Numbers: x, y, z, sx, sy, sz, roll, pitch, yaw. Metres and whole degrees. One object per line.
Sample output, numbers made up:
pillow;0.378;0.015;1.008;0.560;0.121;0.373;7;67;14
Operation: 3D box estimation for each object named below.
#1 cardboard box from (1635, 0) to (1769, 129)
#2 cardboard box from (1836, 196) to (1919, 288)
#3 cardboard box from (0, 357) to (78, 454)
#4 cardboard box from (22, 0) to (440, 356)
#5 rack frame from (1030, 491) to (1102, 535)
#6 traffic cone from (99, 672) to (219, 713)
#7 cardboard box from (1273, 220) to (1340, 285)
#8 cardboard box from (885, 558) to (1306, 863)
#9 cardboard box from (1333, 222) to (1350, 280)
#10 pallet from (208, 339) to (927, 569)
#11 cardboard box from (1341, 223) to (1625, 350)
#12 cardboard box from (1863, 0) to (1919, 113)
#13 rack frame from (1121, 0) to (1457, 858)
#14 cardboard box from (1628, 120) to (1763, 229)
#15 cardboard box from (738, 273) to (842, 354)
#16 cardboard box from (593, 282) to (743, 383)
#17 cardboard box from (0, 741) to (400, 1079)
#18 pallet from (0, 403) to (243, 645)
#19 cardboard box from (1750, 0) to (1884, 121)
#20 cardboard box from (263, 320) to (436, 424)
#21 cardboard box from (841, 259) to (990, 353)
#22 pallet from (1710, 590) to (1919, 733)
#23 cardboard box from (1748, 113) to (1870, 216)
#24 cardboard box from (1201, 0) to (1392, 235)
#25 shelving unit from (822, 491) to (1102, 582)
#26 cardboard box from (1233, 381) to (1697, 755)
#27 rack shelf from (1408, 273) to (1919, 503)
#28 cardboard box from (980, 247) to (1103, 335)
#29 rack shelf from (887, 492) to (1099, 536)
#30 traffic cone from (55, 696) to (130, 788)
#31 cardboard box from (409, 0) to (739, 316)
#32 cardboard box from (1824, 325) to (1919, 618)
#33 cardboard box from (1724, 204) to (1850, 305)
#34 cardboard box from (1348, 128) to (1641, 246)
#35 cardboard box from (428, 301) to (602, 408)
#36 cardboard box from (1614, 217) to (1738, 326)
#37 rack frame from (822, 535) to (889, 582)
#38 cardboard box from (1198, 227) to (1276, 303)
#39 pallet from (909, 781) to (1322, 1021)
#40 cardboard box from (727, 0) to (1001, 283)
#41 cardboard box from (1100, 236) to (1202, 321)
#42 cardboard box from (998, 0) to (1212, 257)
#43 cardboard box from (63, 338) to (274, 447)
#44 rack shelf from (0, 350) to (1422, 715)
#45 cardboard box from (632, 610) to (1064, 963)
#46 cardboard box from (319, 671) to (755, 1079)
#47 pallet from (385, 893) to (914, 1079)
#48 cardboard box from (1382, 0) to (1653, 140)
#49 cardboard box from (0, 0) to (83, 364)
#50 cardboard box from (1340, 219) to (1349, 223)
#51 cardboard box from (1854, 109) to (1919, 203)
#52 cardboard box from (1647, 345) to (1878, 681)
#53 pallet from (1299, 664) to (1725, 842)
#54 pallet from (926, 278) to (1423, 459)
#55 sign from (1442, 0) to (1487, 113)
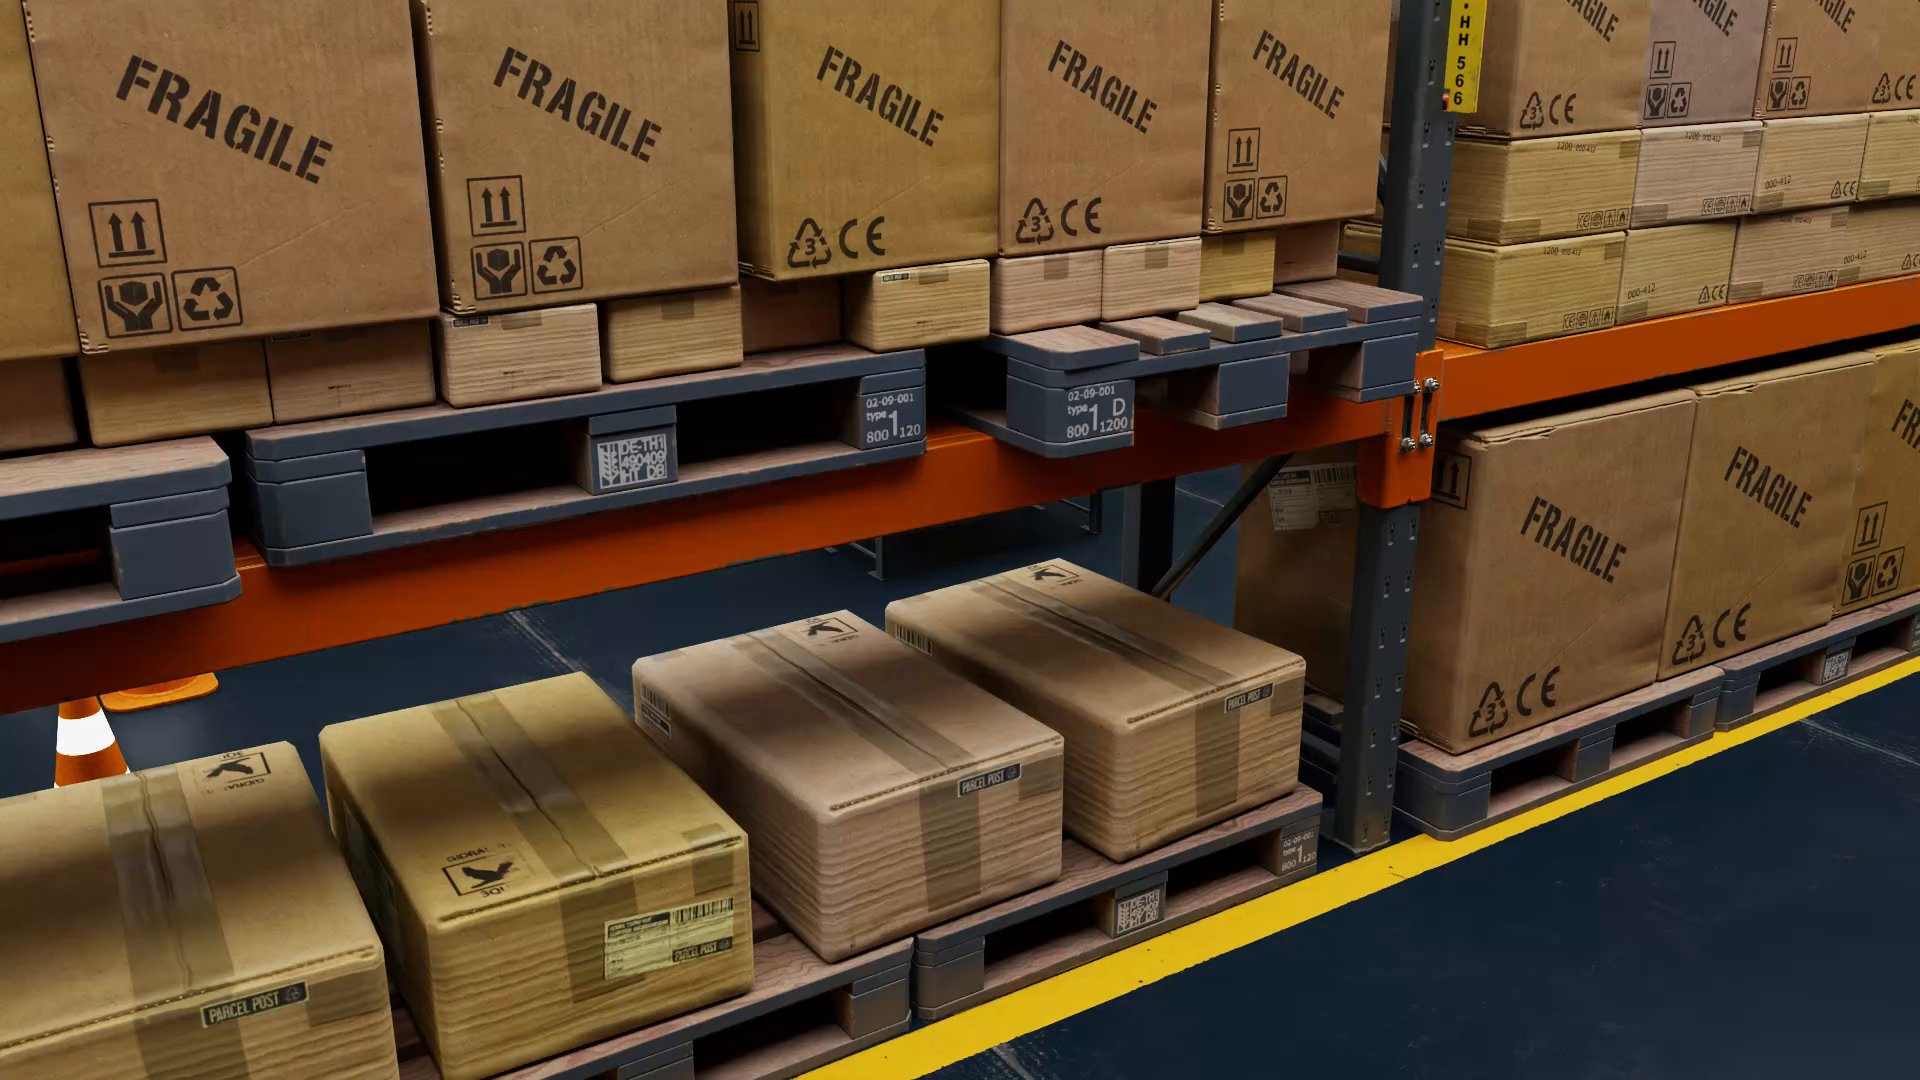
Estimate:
cardboard box;1.759;-1.373;4.407;0.500;0.500;0.500;-12;22;-31
cardboard box;2.621;-0.963;5.143;0.500;0.250;0.500;-12;22;-31
cardboard box;-1.494;-0.241;2.511;0.250;0.149;0.380;-10;21;-28
cardboard box;-1.150;-0.601;2.564;0.500;0.500;0.500;-12;22;-32
rack frame;0.430;-0.624;6.833;0.032;1.125;0.500;-12;22;-31
traffic cone;-2.579;0.254;5.271;0.334;0.463;0.336;-12;22;-31
cardboard box;0.659;-0.700;3.869;0.250;0.149;0.380;-11;22;-29
cardboard box;0.326;0.402;4.320;0.625;0.372;0.950;-14;23;-35
cardboard box;1.083;-0.829;4.746;0.500;0.250;0.500;-13;23;-33
pallet;-0.827;-0.291;3.220;1.213;0.211;1.003;-12;22;-31
cardboard box;1.351;-0.689;4.333;0.500;0.250;0.500;-12;22;-32
cardboard box;2.623;-1.548;4.924;0.500;0.500;0.500;-12;22;-31
rack frame;0.803;-0.741;4.253;0.127;3.000;1.000;-12;22;-31
cardboard box;1.795;-1.021;4.534;0.500;0.250;0.500;-11;22;-30
cardboard box;-0.427;-0.472;3.195;0.250;0.149;0.380;-12;22;-31
cardboard box;-0.591;-0.406;2.999;0.250;0.149;0.380;-13;22;-33
cardboard box;-1.502;0.789;3.175;0.625;0.372;0.950;-10;21;-28
pallet;-1.819;-0.041;2.483;1.213;0.211;1.003;-12;22;-31
cardboard box;2.199;-1.460;4.664;0.500;0.500;0.500;-11;22;-30
cardboard box;-1.049;-0.318;2.740;0.250;0.149;0.380;-12;22;-31
cardboard box;-0.148;-0.483;3.226;0.250;0.149;0.380;-11;22;-30
pallet;2.521;0.248;5.683;1.213;0.211;1.003;-12;22;-31
cardboard box;2.218;-1.105;4.784;0.500;0.250;0.500;-12;22;-32
cardboard box;0.577;-0.974;3.665;0.500;0.500;0.500;-13;22;-33
shelving unit;0.006;-0.534;6.568;1.048;1.125;0.538;-12;22;-31
cardboard box;1.426;-0.033;4.820;0.875;0.875;0.875;-12;22;-32
rack shelf;2.474;-0.753;5.410;4.000;0.370;1.077;-12;22;-31
cardboard box;0.075;-0.535;3.381;0.250;0.149;0.380;-13;23;-34
rack shelf;0.006;-0.302;6.646;1.000;0.278;0.538;-12;22;-31
traffic cone;-2.272;0.572;4.329;0.334;0.463;0.336;-12;22;-31
cardboard box;-0.726;-0.695;2.840;0.500;0.500;0.500;-13;23;-34
cardboard box;2.920;-0.346;5.747;0.875;0.875;0.875;-11;22;-30
cardboard box;2.211;-0.875;4.883;0.500;0.250;0.500;-11;22;-30
cardboard box;1.362;-0.930;4.266;0.500;0.250;0.500;-12;22;-32
cardboard box;-0.798;-0.351;2.837;0.250;0.149;0.380;-11;22;-29
cardboard box;1.770;-0.784;4.615;0.500;0.250;0.500;-13;22;-33
rack frame;-0.419;-0.445;6.303;0.032;1.125;0.500;-12;22;-31
cardboard box;0.475;-0.634;3.672;0.250;0.149;0.380;-12;22;-31
pallet;0.150;0.717;4.294;1.213;0.211;1.003;-12;22;-31
cardboard box;-0.270;-0.791;3.123;0.500;0.500;0.500;-14;23;-35
cardboard box;0.289;-0.577;3.506;0.250;0.149;0.380;-12;22;-32
cardboard box;0.151;-0.880;3.387;0.500;0.500;0.500;-12;22;-32
cardboard box;-1.256;-0.275;2.612;0.250;0.149;0.380;-12;22;-31
rack shelf;-0.867;-0.048;3.326;4.000;0.370;1.077;-12;22;-31
cardboard box;-0.286;0.534;3.929;0.625;0.372;0.950;-12;22;-32
cardboard box;-0.922;0.666;3.539;0.625;0.372;0.950;-11;22;-30
pallet;-0.868;0.931;3.662;1.213;0.211;1.003;-12;22;-31
cardboard box;1.350;-1.284;4.140;0.500;0.500;0.500;-13;22;-33
cardboard box;-1.570;-0.518;2.317;0.500;0.500;0.500;-12;22;-31
cardboard box;1.068;-1.060;4.650;0.500;0.250;0.500;-12;22;-32
cardboard box;2.649;-1.191;5.038;0.500;0.250;0.500;-11;22;-30
cardboard box;2.173;-0.189;5.282;0.875;0.875;0.875;-12;22;-31
pallet;1.503;0.461;5.051;1.213;0.211;1.003;-12;22;-31
pallet;0.267;-0.496;3.828;1.003;0.211;1.213;-12;22;-31
sign;1.110;-1.109;3.656;0.005;0.325;0.100;-12;22;-31
